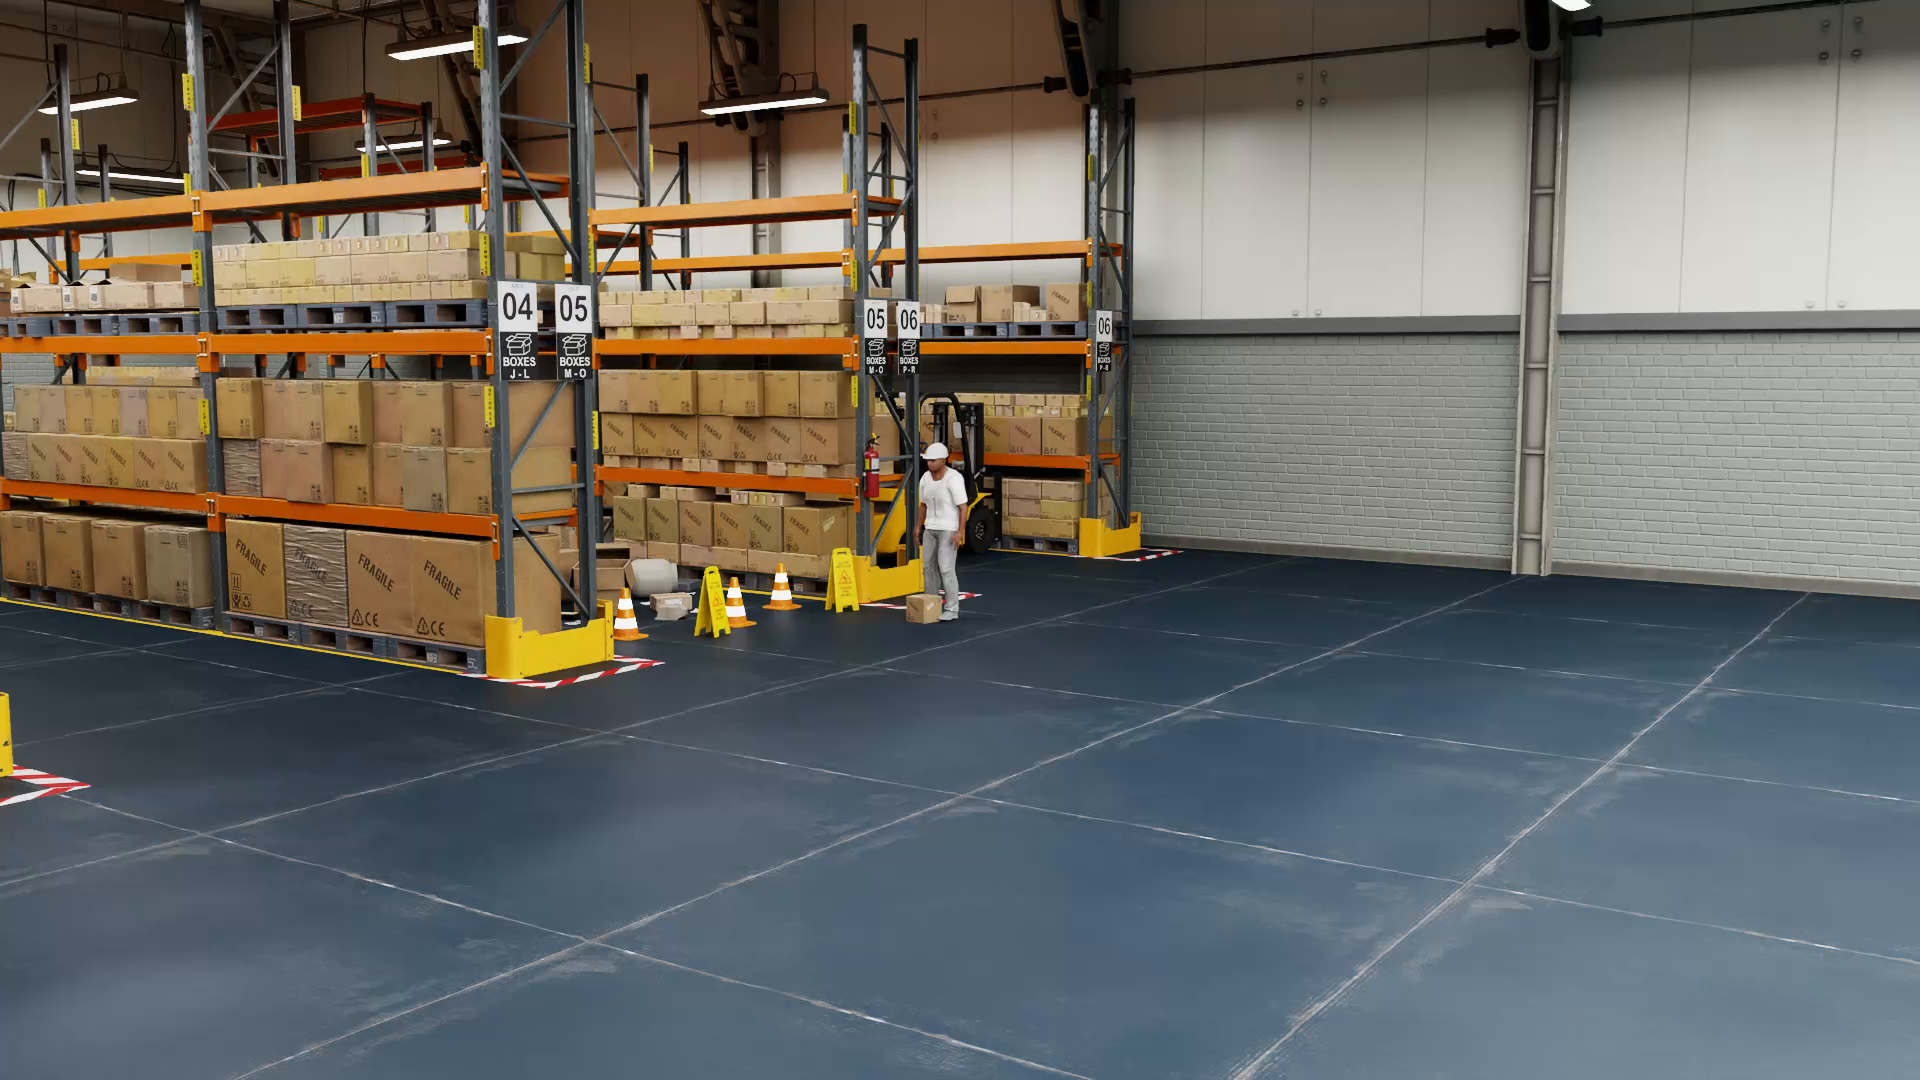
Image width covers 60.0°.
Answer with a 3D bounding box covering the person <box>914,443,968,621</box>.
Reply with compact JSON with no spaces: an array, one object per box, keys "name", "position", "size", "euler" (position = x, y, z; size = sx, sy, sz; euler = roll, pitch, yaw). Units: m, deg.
[{"name":"person","position":[-0.202,-0.089,16.507],"size":[0.637,1.761,0.460],"euler":[6,9,43]}]
